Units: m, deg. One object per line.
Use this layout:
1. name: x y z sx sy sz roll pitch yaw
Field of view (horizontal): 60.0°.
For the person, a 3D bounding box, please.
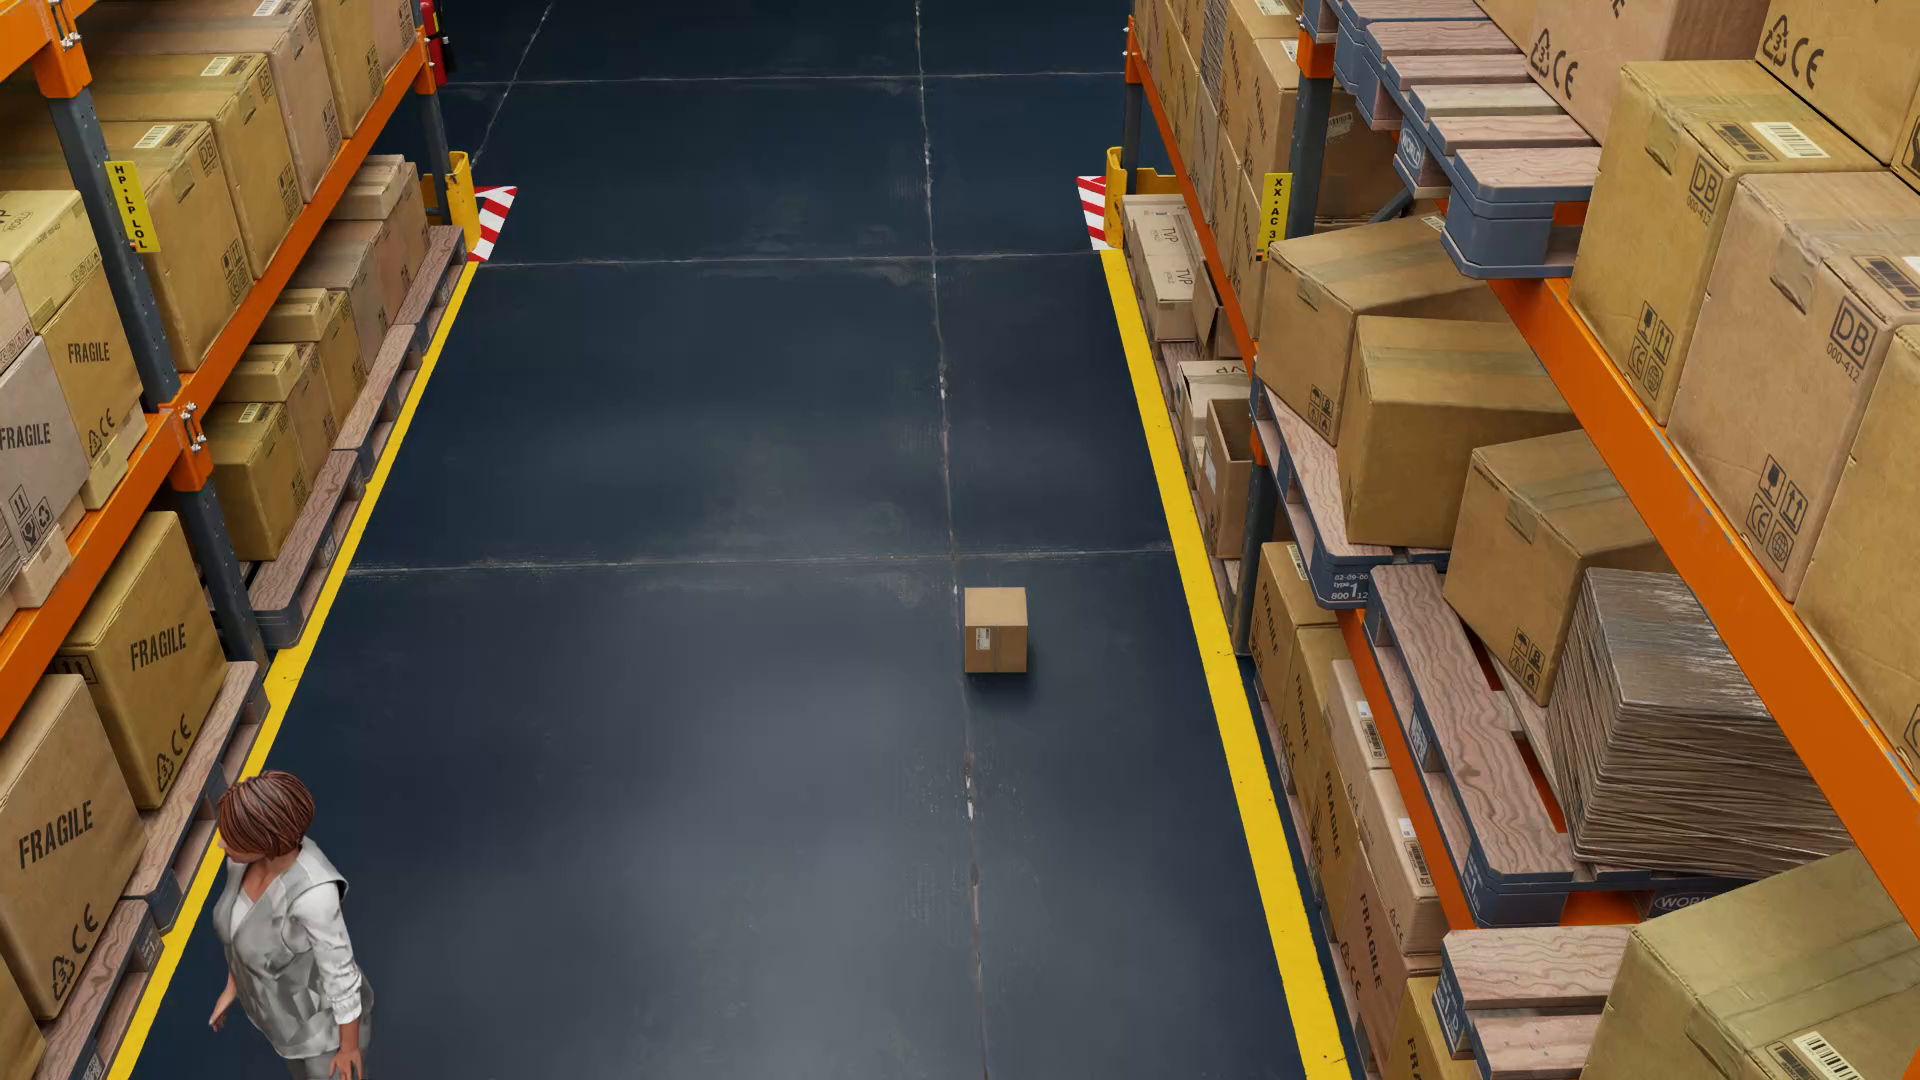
1. person: -1.733 1.258 4.379 0.439 1.616 0.350 28 44 33
